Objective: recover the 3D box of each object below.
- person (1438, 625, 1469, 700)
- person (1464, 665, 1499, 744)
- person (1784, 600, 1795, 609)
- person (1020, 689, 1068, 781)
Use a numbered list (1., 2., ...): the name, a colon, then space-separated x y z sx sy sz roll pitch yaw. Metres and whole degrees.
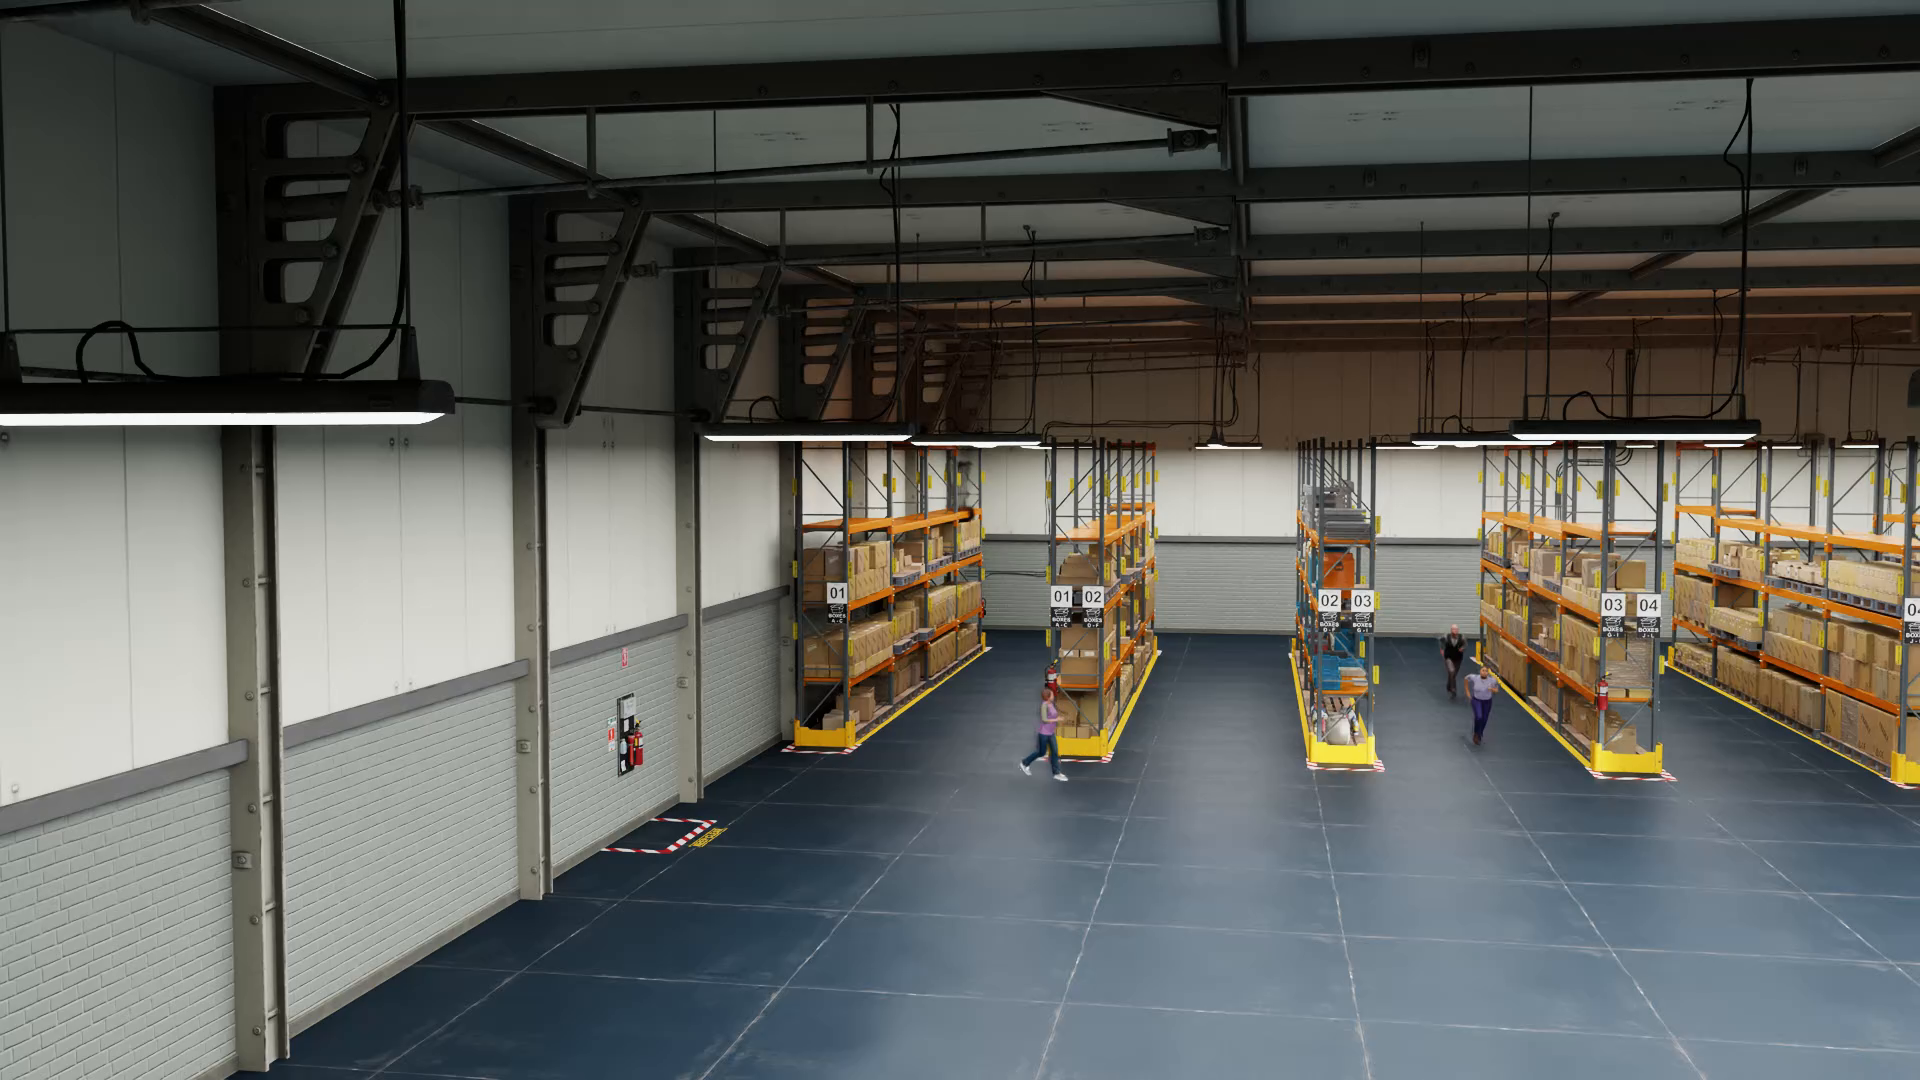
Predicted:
1. person: 11.526 2.867 38.896 0.658 1.652 1.024 0 3 2
2. person: 10.161 3.196 32.423 0.592 1.571 0.853 0 3 2
3. person: 22.585 2.496 45.318 0.676 1.715 0.550 1 3 15
4. person: 1.471 3.370 28.916 0.881 1.586 0.537 1 3 24
